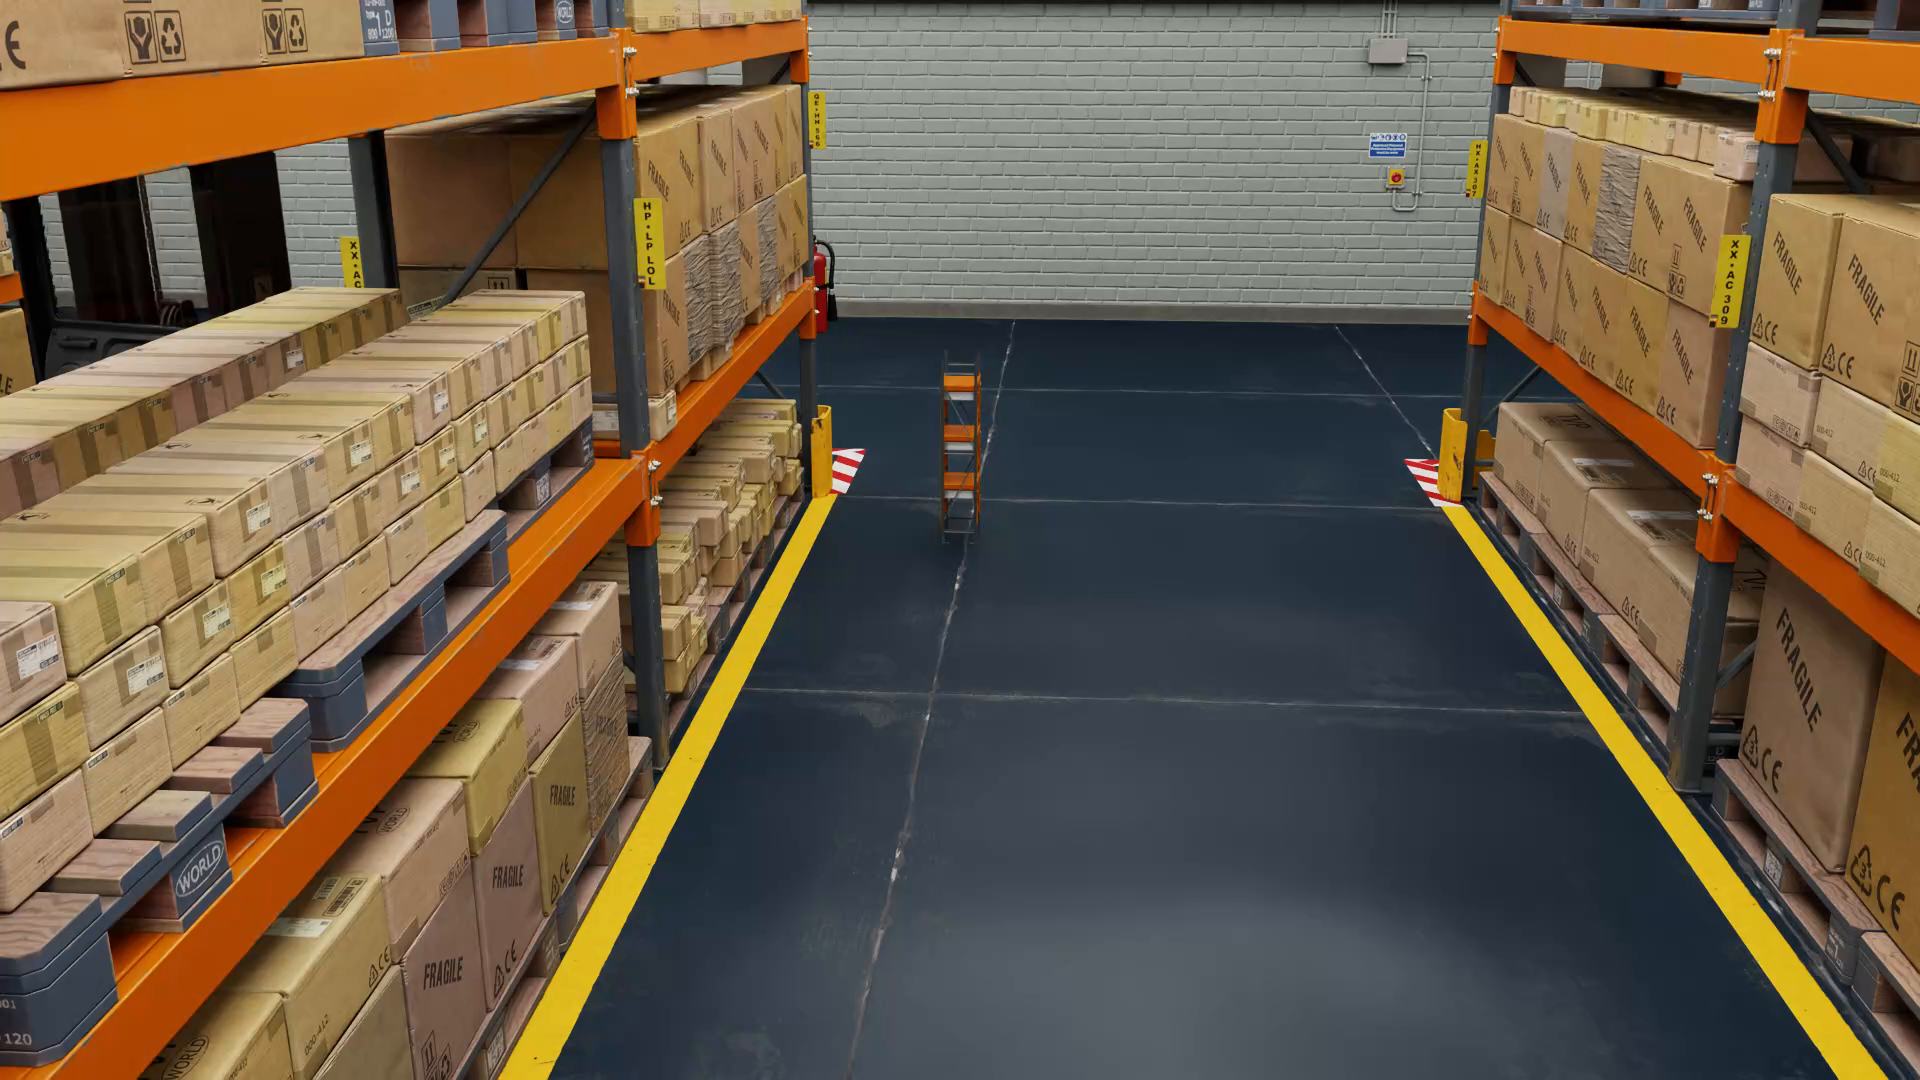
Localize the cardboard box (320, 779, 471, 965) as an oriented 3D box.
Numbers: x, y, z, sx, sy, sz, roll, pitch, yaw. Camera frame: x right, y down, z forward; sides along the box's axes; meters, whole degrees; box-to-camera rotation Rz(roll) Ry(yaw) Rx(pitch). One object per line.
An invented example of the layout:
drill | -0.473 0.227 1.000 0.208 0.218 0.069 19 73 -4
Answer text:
cardboard box | -1.585 0.825 4.224 0.500 0.250 0.500 1 18 4

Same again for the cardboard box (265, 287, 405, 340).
cardboard box | -2.161 -0.781 5.762 0.380 0.149 0.250 2 18 7

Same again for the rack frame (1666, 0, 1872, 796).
rack frame | 3.271 -0.451 5.981 1.000 3.000 0.127 1 18 4

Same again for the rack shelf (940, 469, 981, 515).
rack shelf | 0.004 -0.241 9.400 0.215 0.259 0.240 1 18 4

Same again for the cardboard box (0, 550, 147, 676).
cardboard box | -1.717 0.127 2.992 0.380 0.149 0.250 1 18 2

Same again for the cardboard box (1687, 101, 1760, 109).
cardboard box | 3.695 -2.010 7.933 0.380 0.149 0.250 2 18 5

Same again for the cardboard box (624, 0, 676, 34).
cardboard box | -1.377 -2.022 6.200 0.500 0.250 0.500 2 18 7

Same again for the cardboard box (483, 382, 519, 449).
cardboard box | -1.559 -0.379 5.015 0.380 0.149 0.250 1 18 2

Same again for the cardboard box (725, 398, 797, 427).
cardboard box | -1.172 -0.730 9.781 0.380 0.149 0.250 1 18 5

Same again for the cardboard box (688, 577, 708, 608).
cardboard box | -1.374 0.279 7.660 0.380 0.149 0.250 1 18 3

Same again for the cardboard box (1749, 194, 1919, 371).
cardboard box | 2.953 -0.843 5.413 0.500 0.500 0.500 1 18 5

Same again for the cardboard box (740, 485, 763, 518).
cardboard box | -1.237 -0.186 8.600 0.380 0.149 0.250 2 18 7

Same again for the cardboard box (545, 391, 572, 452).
cardboard box | -1.523 -0.402 5.560 0.380 0.149 0.250 1 18 4

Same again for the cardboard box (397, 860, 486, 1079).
cardboard box | -1.591 1.171 4.372 0.500 0.500 0.500 1 18 3

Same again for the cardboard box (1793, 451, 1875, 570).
cardboard box | 2.940 -0.088 5.115 0.500 0.250 0.500 1 18 3

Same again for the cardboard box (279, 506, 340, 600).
cardboard box | -1.656 0.022 3.789 0.380 0.149 0.250 1 18 4

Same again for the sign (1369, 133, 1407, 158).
sign | 3.895 -3.593 15.138 0.327 0.218 0.001 1 18 4

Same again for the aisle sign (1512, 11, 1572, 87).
aisle sign | 3.274 -2.957 9.456 0.394 0.787 0.004 1 18 4

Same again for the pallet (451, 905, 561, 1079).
pallet | -1.813 1.417 4.759 1.003 0.211 1.213 1 18 4

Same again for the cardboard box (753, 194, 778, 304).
cardboard box | -1.231 -1.498 8.540 0.500 0.500 0.500 1 18 4

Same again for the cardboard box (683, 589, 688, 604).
cardboard box | -1.418 0.222 7.356 0.380 0.149 0.250 1 18 4

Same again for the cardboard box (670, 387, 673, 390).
cardboard box | -1.383 -0.573 6.758 0.380 0.149 0.250 2 18 6

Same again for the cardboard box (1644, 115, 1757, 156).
cardboard box | 3.113 -1.699 6.982 0.380 0.149 0.250 1 18 3

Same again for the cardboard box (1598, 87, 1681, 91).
cardboard box | 3.732 -2.408 9.147 0.380 0.149 0.250 2 18 5

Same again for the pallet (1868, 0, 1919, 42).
pallet | 3.254 -1.499 4.672 0.805 0.209 1.217 1 18 2

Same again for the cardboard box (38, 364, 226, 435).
cardboard box | -2.252 -0.379 4.536 0.380 0.149 0.250 2 18 6

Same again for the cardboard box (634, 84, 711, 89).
cardboard box | -1.684 -2.303 9.389 0.500 0.500 0.500 1 18 4

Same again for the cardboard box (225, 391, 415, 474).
cardboard box | -1.620 -0.275 4.219 0.380 0.149 0.250 1 18 3

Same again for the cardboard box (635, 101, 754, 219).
cardboard box | -1.271 -1.805 7.870 0.500 0.500 0.500 1 18 2

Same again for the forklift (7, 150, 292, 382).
forklift | -3.488 -0.664 6.742 1.130 2.935 3.031 6 19 17

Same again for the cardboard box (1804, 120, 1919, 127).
cardboard box | 3.610 -1.610 6.711 0.380 0.149 0.250 1 18 4

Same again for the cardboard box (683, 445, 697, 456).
cardboard box | -1.686 -0.440 9.373 0.380 0.149 0.250 2 18 5

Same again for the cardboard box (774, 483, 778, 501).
cardboard box | -1.239 -0.287 9.384 0.380 0.149 0.250 1 18 4

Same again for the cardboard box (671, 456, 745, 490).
cardboard box | -1.314 -0.326 8.551 0.380 0.149 0.250 1 18 2

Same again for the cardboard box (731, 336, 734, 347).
cardboard box | -1.308 -0.986 8.017 0.380 0.149 0.250 2 18 6

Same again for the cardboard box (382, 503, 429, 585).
cardboard box | -1.614 0.005 4.319 0.380 0.149 0.250 1 18 2

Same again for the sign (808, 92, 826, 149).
sign | -0.835 -2.454 9.728 0.100 0.325 0.005 1 18 4

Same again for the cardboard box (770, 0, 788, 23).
cardboard box | -1.185 -2.820 8.637 0.500 0.250 0.500 1 18 4

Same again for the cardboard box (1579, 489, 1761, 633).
cardboard box | 3.486 0.097 7.751 0.875 0.438 0.875 1 18 2

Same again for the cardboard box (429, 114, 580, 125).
cardboard box | -1.878 -1.507 6.959 0.500 0.500 0.500 1 18 2

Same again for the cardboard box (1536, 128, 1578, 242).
cardboard box | 3.180 -1.752 8.187 0.500 0.500 0.500 1 18 3

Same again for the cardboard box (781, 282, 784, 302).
cardboard box | -1.187 -1.391 9.253 0.380 0.149 0.250 1 18 3

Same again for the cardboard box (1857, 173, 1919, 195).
cardboard box | 3.547 -1.116 6.245 0.500 0.500 0.500 1 18 4

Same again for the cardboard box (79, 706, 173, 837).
cardboard box | -1.708 0.415 3.070 0.380 0.149 0.250 2 18 7

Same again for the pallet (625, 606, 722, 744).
pallet | -1.661 0.586 7.296 1.003 0.211 1.213 1 18 4

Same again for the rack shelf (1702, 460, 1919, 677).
rack shelf | 3.127 0.512 4.198 1.077 0.370 4.000 1 18 4

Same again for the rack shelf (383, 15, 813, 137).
rack shelf | -1.530 -2.235 7.763 1.077 0.370 4.000 1 18 4

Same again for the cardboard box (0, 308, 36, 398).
cardboard box | -6.293 -0.904 10.101 0.875 0.875 0.875 1 18 4

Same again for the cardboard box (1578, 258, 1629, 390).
cardboard box | 3.102 -0.964 7.388 0.500 0.500 0.500 1 18 3

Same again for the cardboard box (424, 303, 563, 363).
cardboard box | -1.526 -0.680 5.455 0.380 0.149 0.250 1 18 2

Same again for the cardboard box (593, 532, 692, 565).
cardboard box | -1.394 0.076 7.321 0.380 0.149 0.250 1 18 3

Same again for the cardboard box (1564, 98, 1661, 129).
cardboard box | 3.208 -2.094 8.188 0.380 0.149 0.250 1 18 4

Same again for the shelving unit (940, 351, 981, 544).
shelving unit | 0.004 -0.516 9.310 0.215 1.050 0.252 1 18 4

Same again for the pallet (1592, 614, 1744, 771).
pallet | 3.403 0.640 7.131 1.003 0.211 1.213 1 18 4
